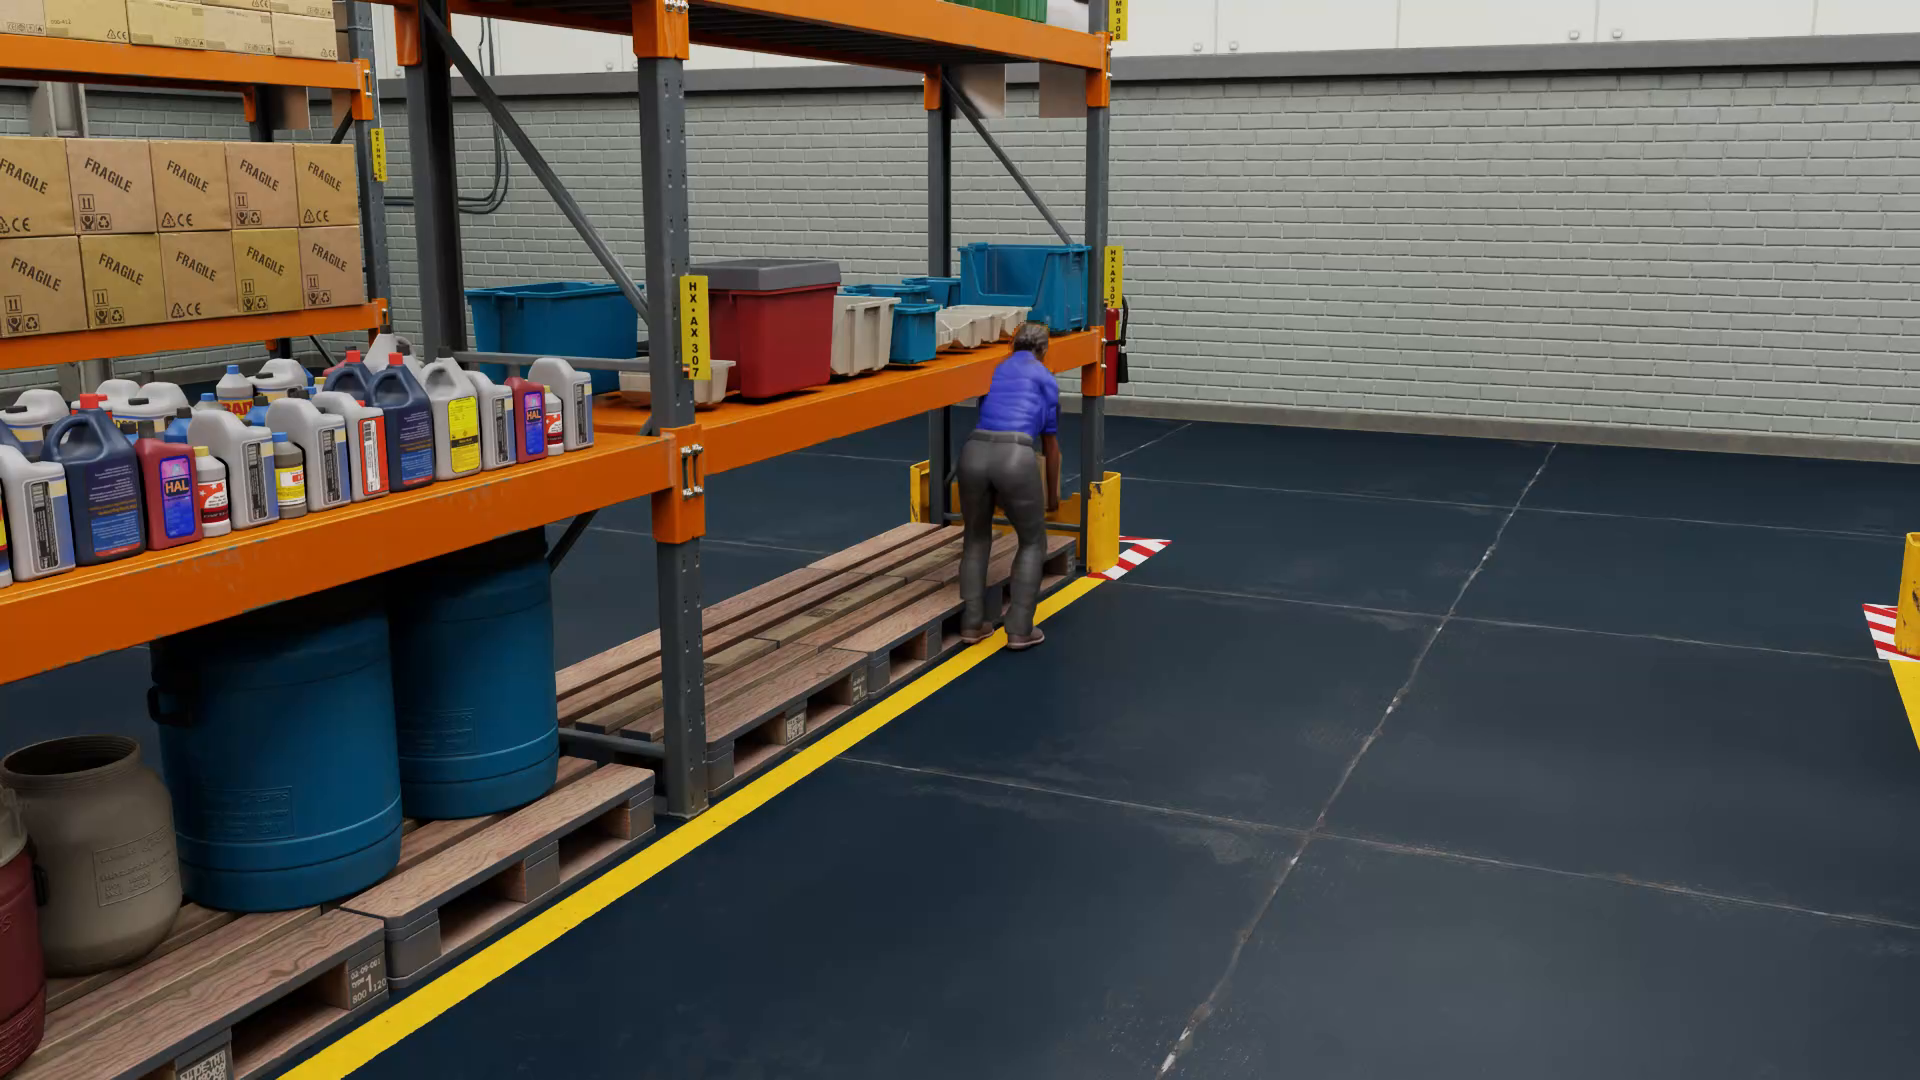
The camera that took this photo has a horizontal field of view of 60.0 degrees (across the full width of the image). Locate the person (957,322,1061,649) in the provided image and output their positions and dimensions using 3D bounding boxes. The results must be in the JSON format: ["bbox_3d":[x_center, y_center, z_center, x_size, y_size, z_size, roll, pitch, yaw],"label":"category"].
[{"bbox_3d":[0.245,-0.259,7.687,0.408,1.444,0.710,5,13,22],"label":"person"}]
